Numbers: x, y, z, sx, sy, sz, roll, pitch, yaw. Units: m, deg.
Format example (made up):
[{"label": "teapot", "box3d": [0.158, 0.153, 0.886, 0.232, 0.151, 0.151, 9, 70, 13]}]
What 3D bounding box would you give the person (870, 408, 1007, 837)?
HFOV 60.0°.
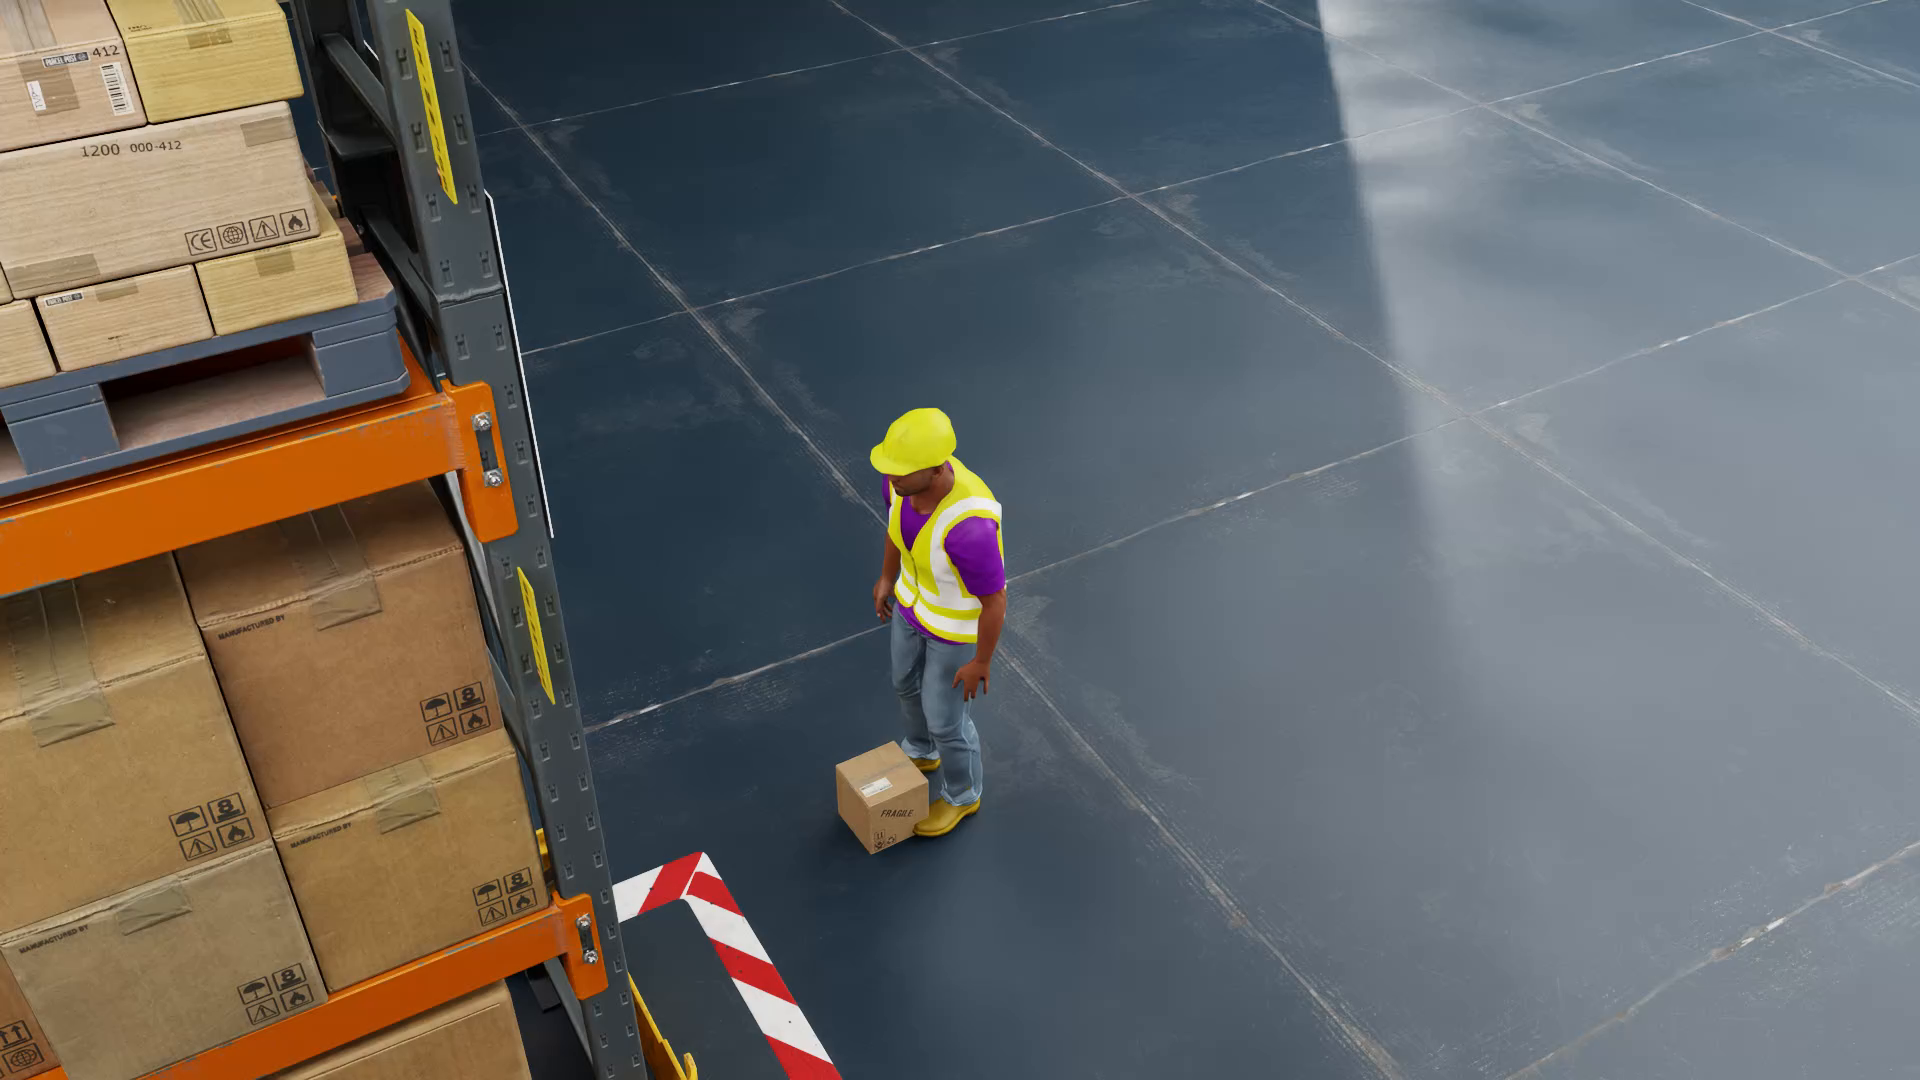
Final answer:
[{"label": "person", "box3d": [-0.091, 0.275, 5.765, 0.458, 1.759, 0.635, -21, 42, -26]}]
